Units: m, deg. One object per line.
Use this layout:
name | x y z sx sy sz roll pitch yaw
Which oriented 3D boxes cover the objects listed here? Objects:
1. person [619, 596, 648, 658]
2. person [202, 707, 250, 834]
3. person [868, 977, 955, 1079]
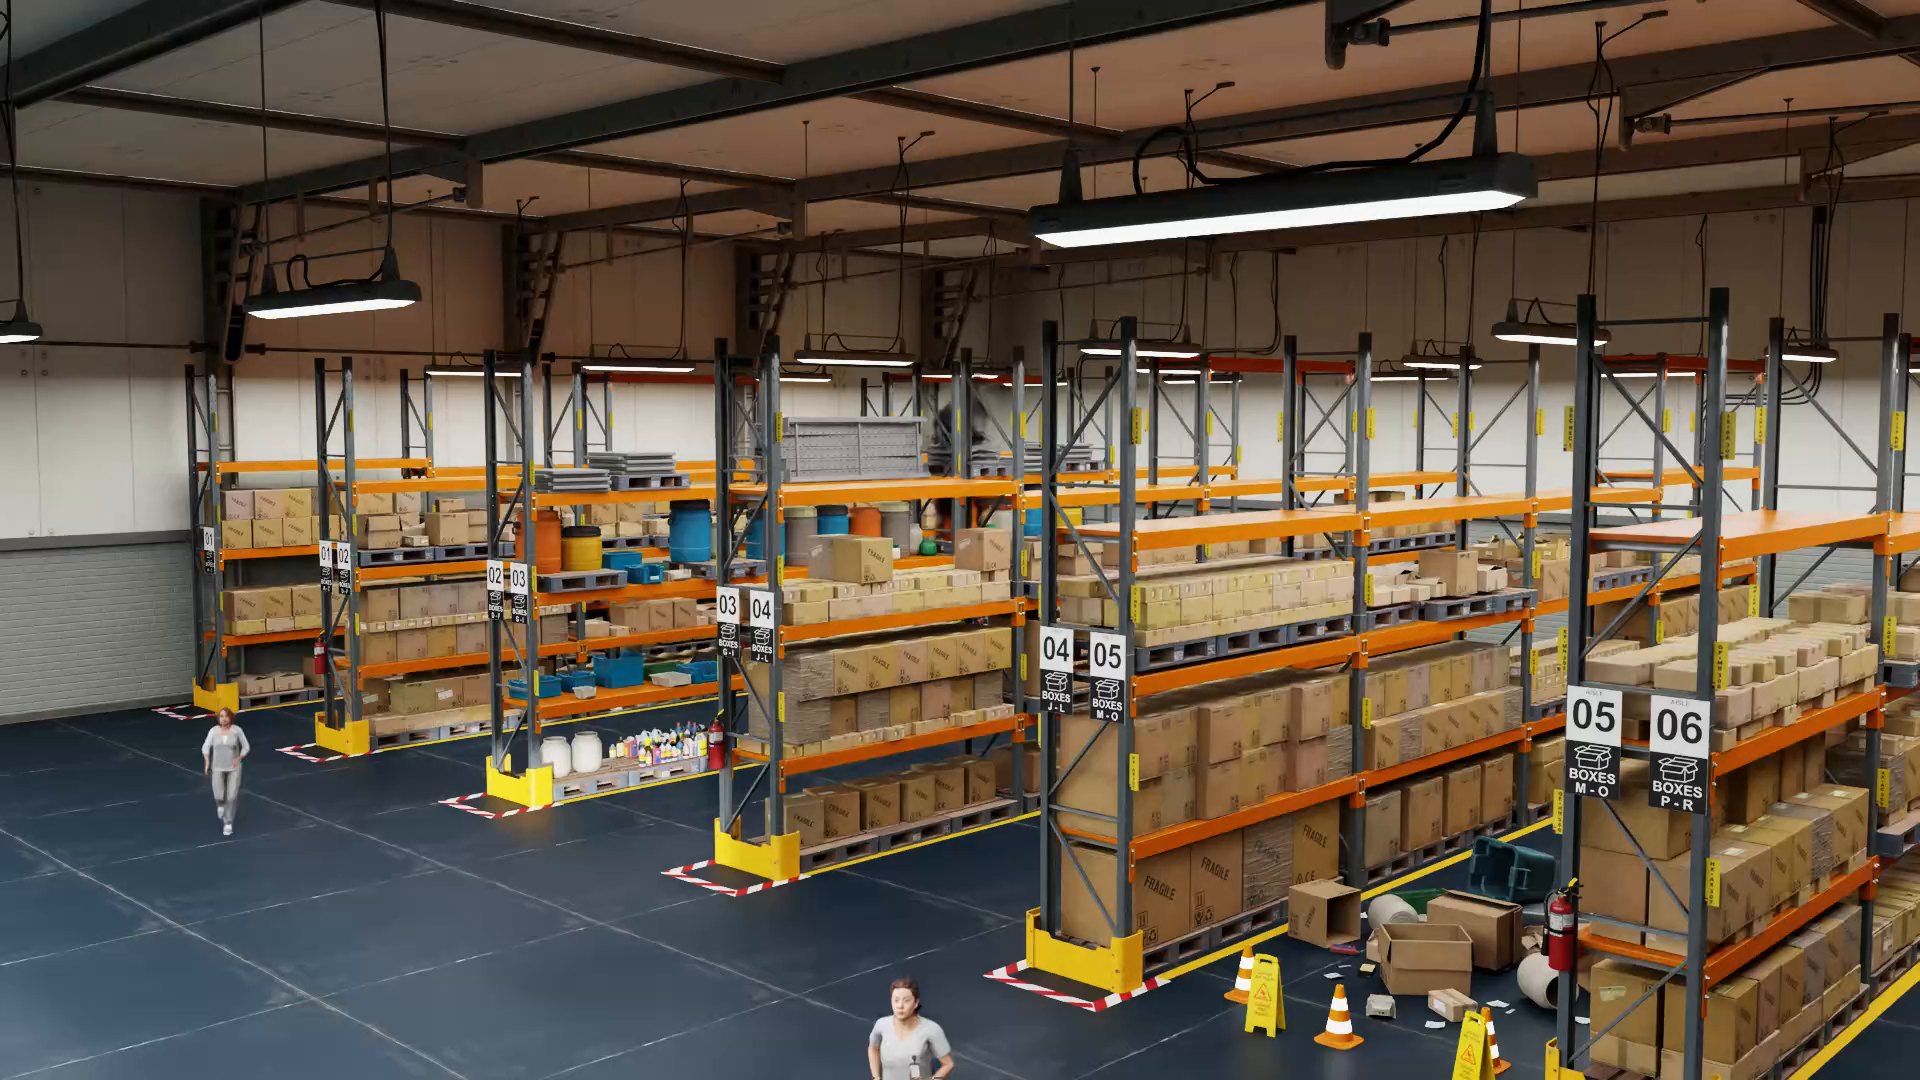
person | -6.292 1.849 32.004 0.672 1.700 0.953 3 5 32
person | -9.032 2.833 20.475 0.545 1.557 0.542 -2 5 -20
person | -0.308 3.520 10.301 0.559 1.682 0.874 0 4 6
